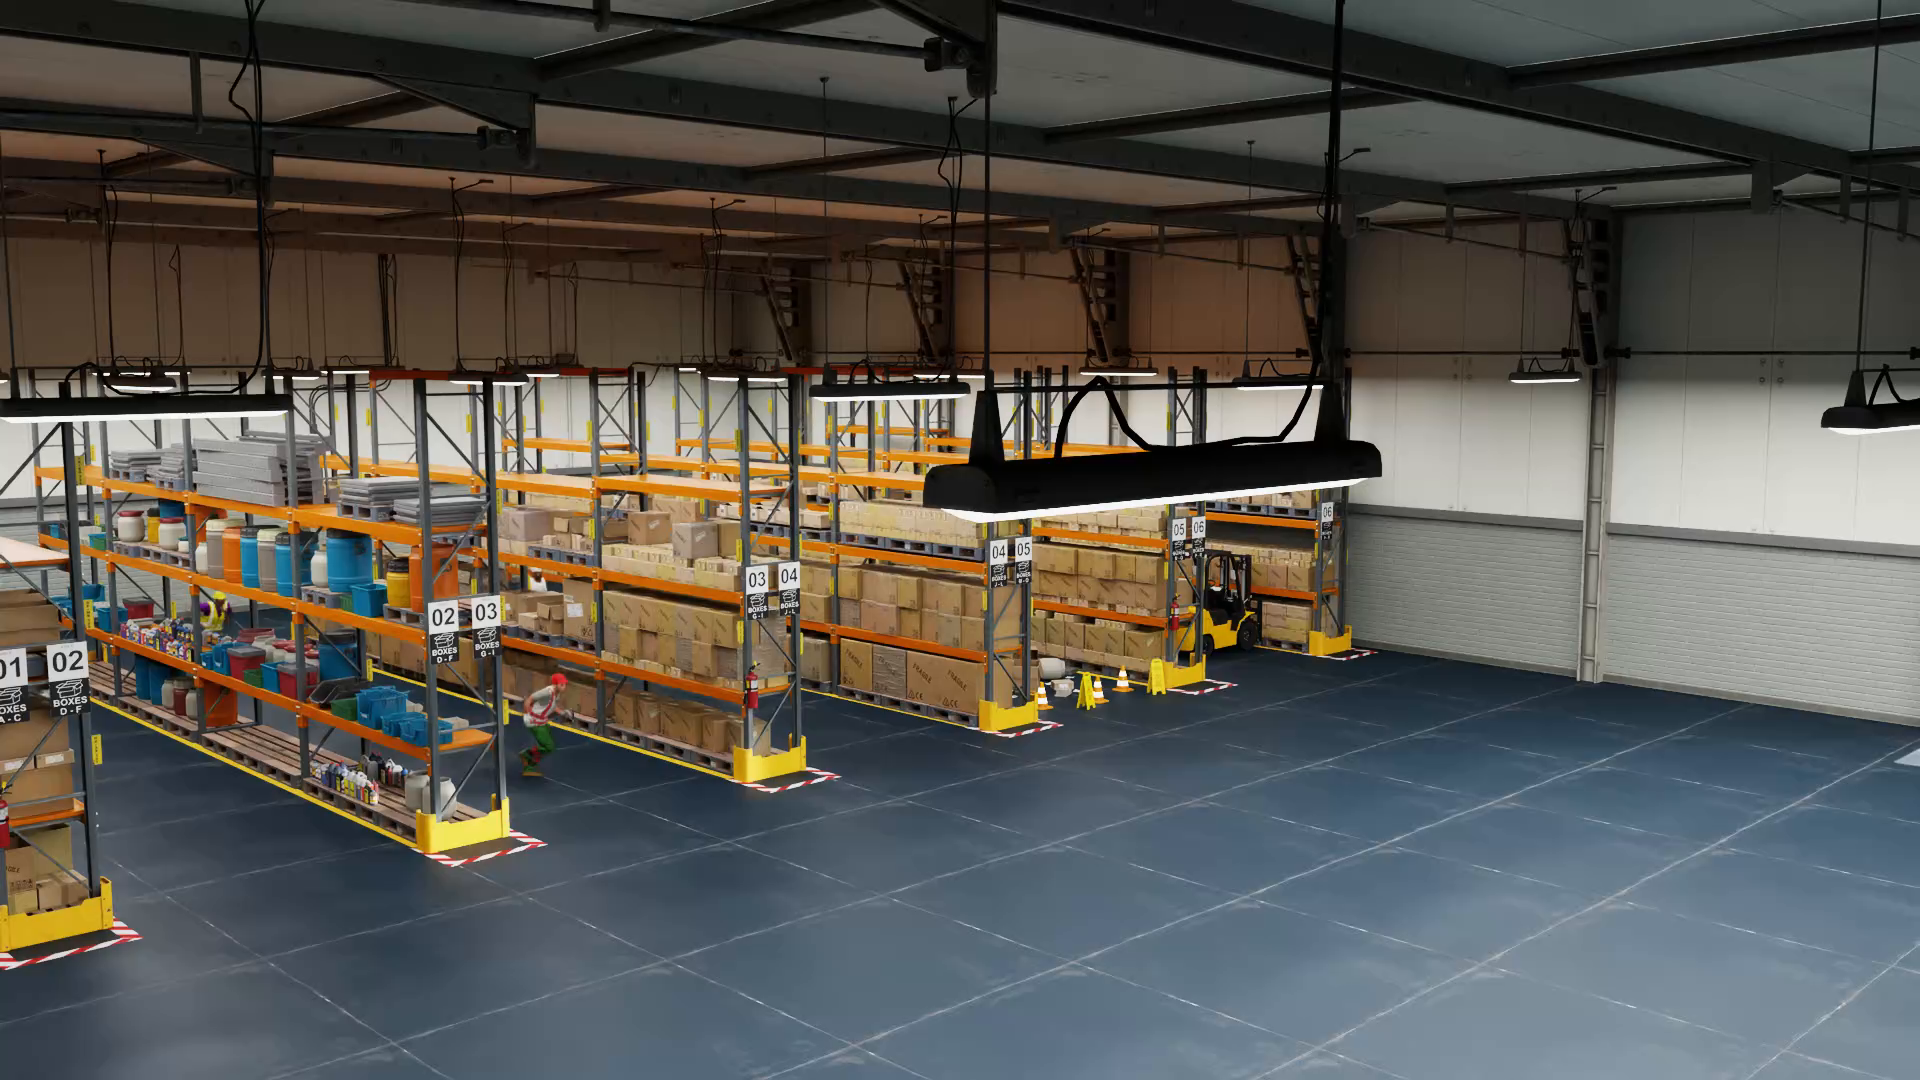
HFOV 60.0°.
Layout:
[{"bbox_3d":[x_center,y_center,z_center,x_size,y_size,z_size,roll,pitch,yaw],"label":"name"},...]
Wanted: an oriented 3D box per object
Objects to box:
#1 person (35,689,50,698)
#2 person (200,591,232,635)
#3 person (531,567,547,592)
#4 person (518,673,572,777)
[{"bbox_3d":[-14.088,2.582,25.884,0.652,1.689,0.588,4,7,29],"label":"person"},{"bbox_3d":[-14.771,1.824,32.785,1.061,1.715,0.745,5,8,36],"label":"person"},{"bbox_3d":[-9.176,1.412,35.922,0.900,1.745,0.666,5,8,40],"label":"person"},{"bbox_3d":[-6.192,2.764,24.707,0.827,1.590,0.693,1,7,12],"label":"person"}]
